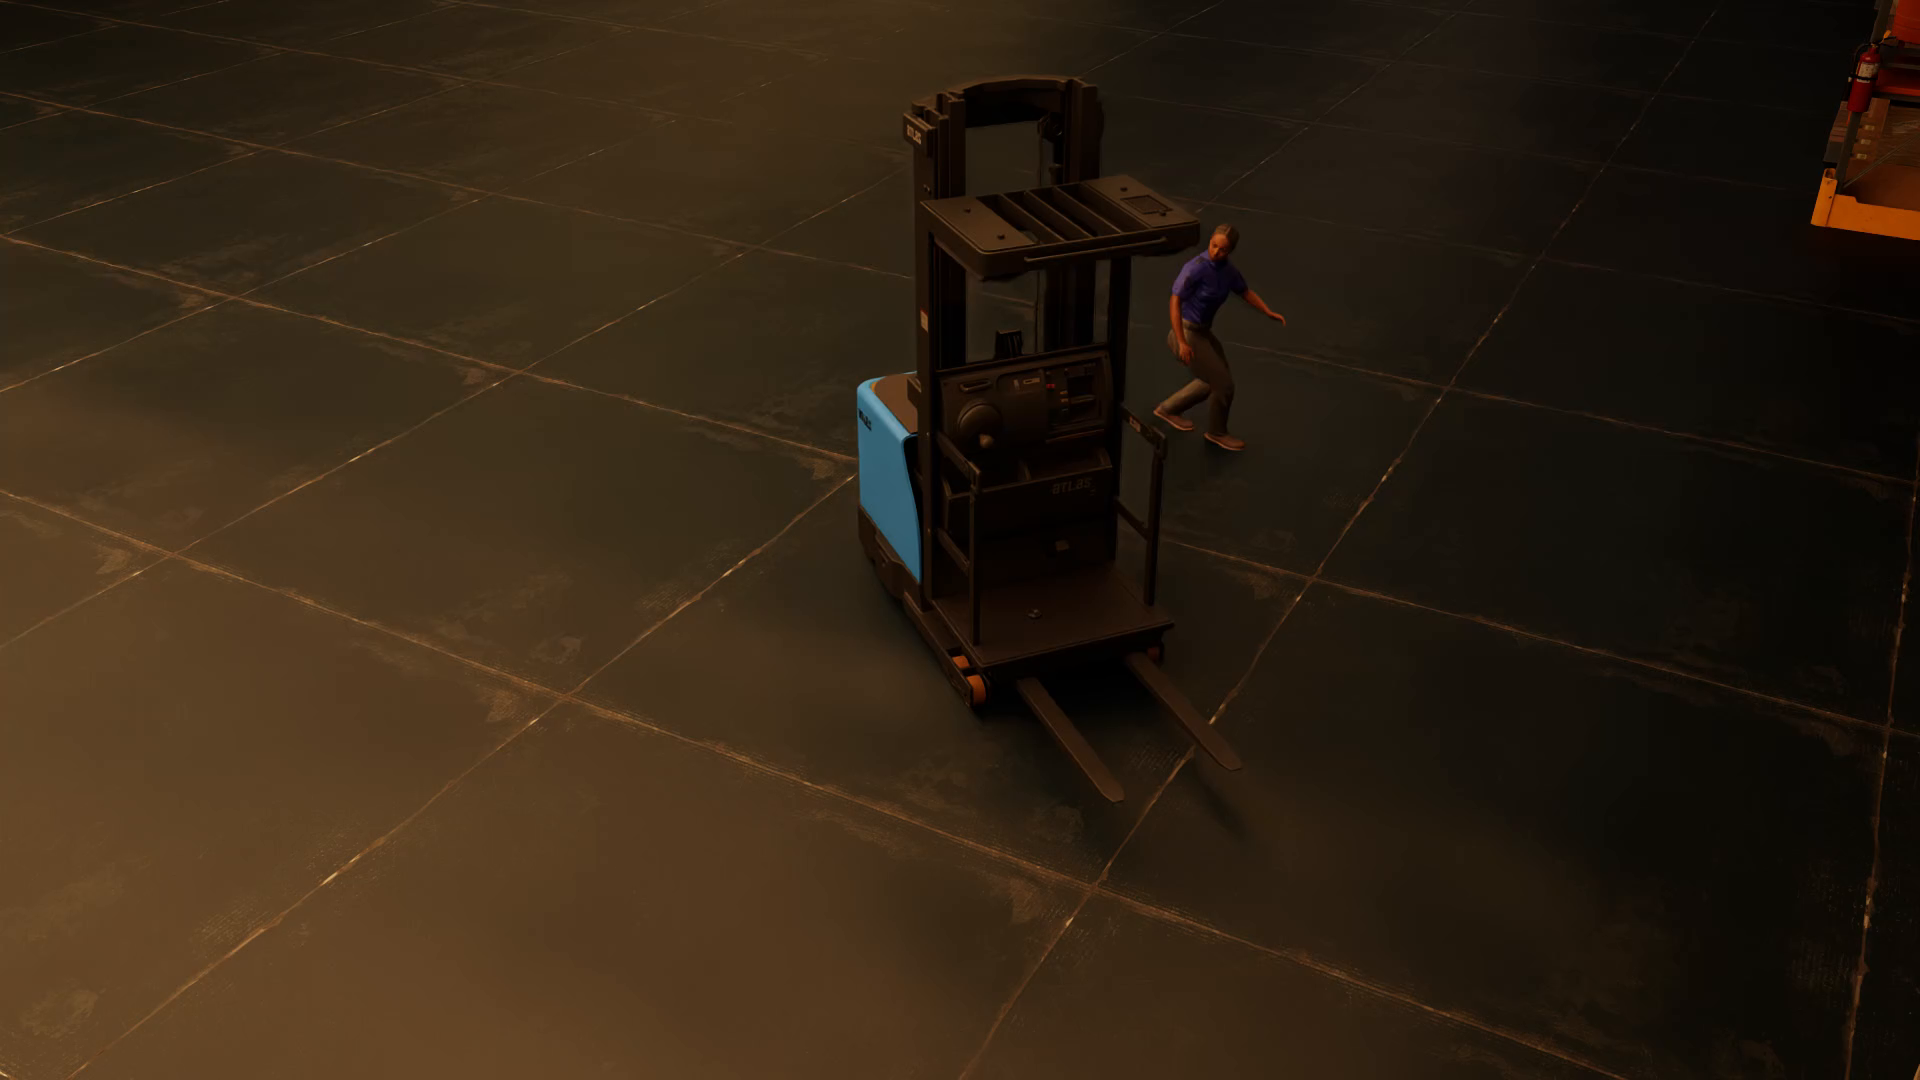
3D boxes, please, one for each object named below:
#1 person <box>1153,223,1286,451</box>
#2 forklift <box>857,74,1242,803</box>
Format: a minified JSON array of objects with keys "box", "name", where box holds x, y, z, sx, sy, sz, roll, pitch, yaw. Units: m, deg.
[{"box":[1.636,-1.270,10.686,0.815,1.531,0.799,15,33,24],"name":"person"},{"box":[0.427,-0.654,8.204,1.130,2.935,3.031,-12,32,-19],"name":"forklift"}]
